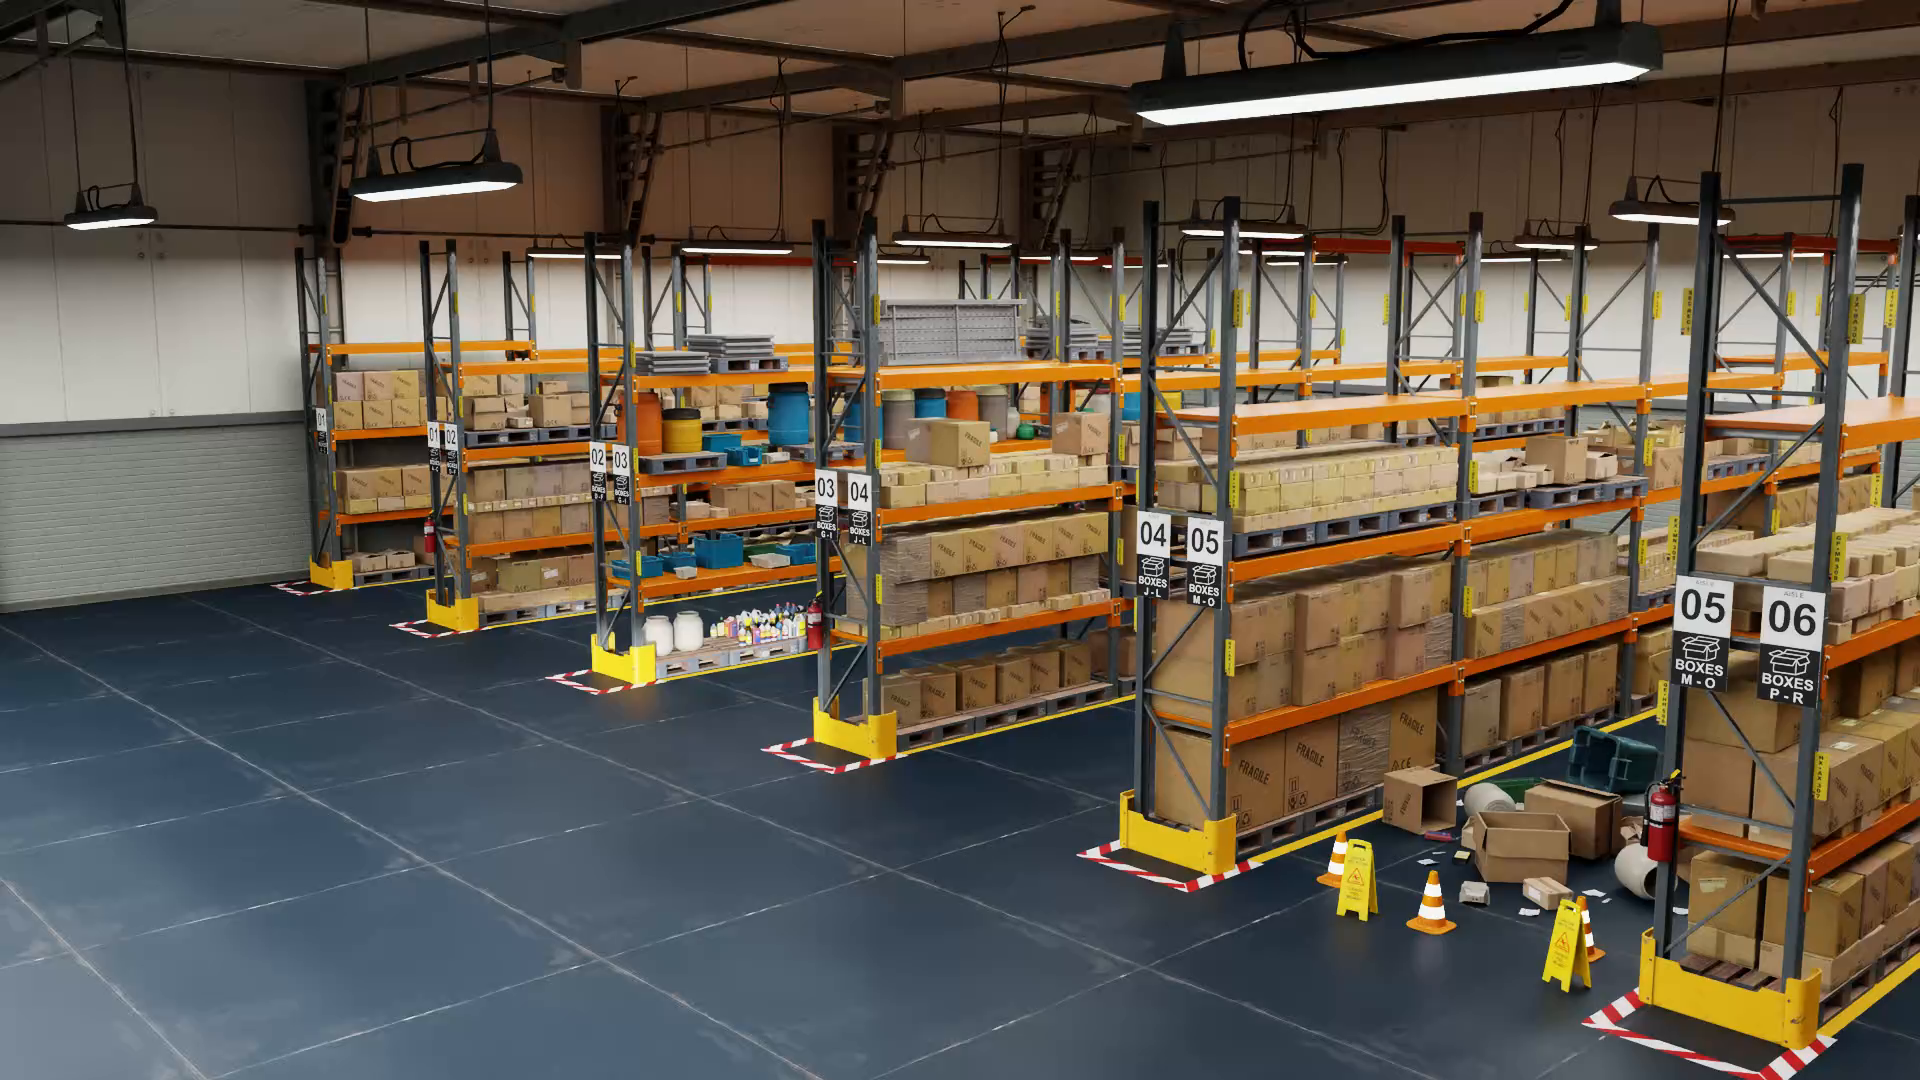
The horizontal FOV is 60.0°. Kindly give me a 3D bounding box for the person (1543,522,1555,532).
[{"bbox_3d":[9.193,0.512,26.149,0.560,1.689,0.898,6,10,36],"label":"person"}]
